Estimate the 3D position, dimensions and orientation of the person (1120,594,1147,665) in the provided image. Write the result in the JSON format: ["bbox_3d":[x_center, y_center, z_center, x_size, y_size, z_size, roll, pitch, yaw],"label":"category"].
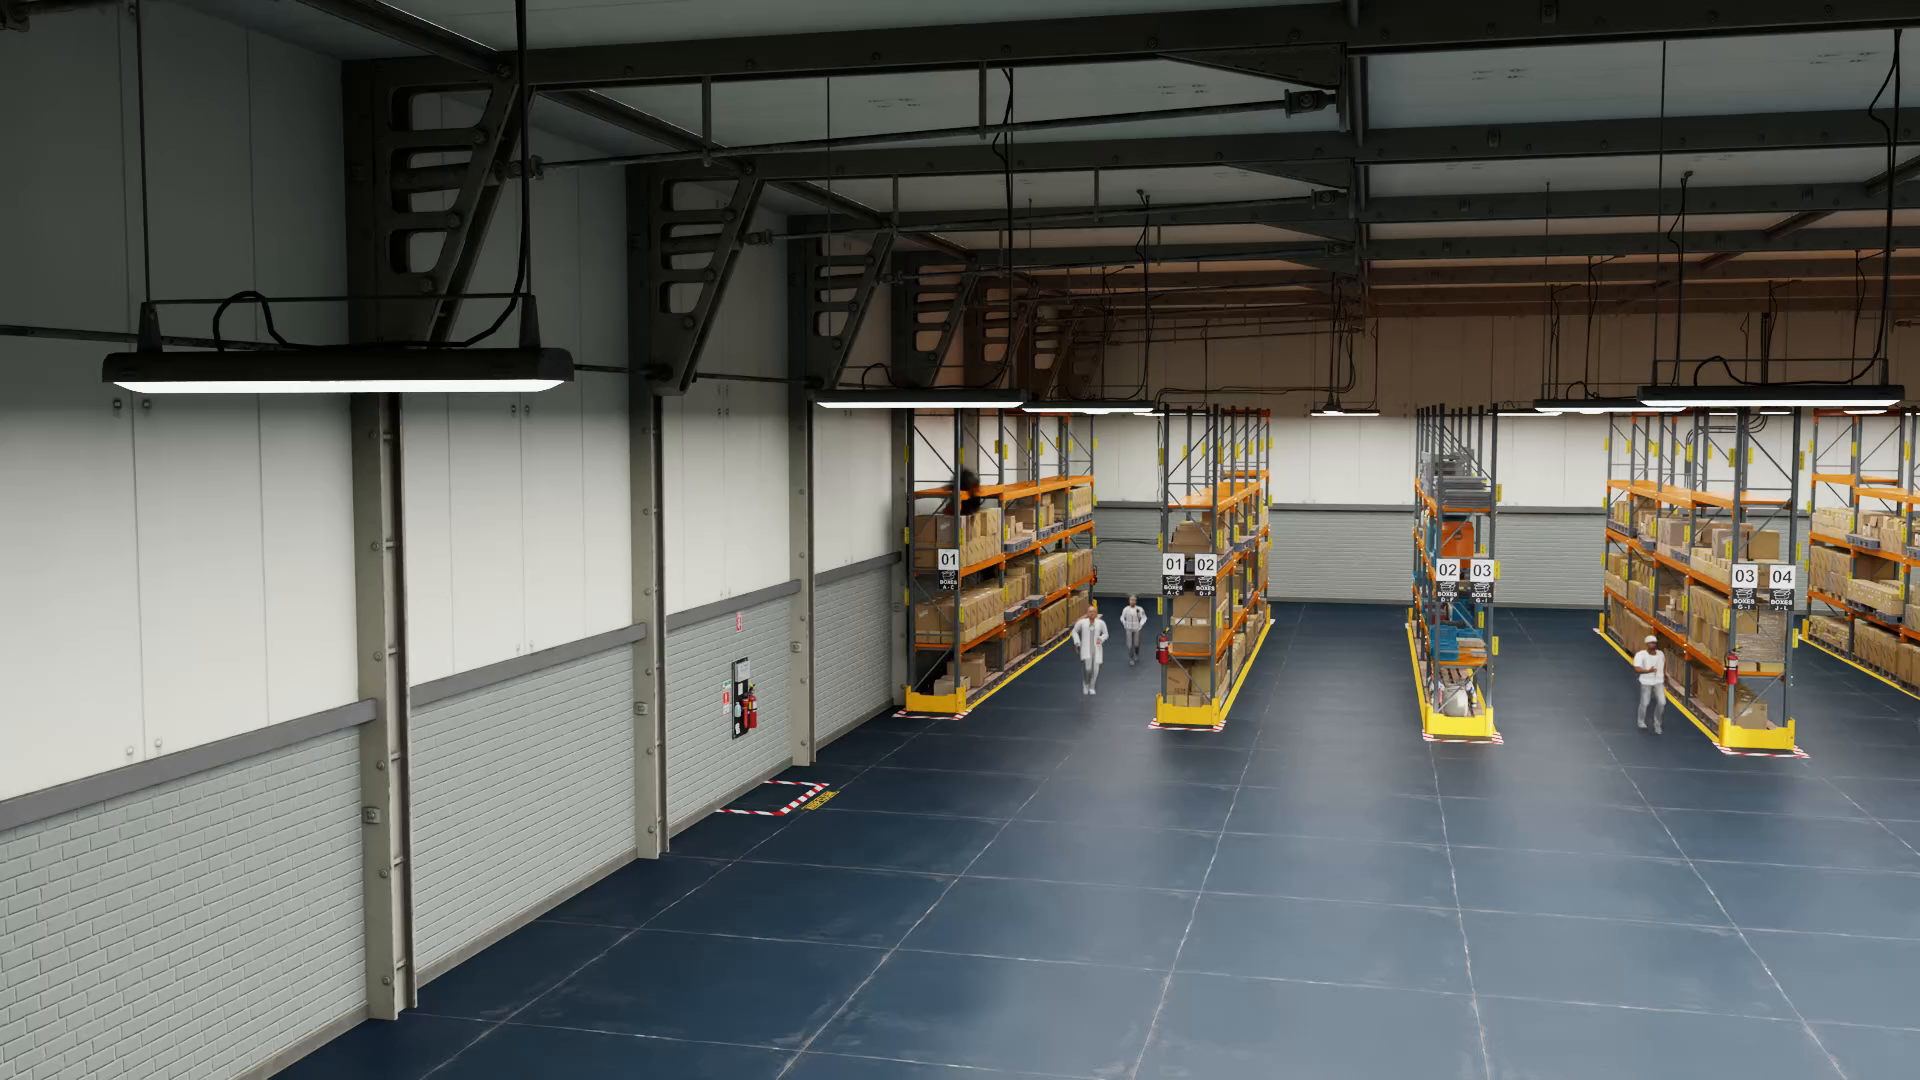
[{"bbox_3d":[4.015,2.083,38.627,0.609,1.651,0.541,1,4,11],"label":"person"}]

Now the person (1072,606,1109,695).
[{"bbox_3d":[2.586,2.189,32.751,0.700,1.750,0.644,0,4,-4],"label":"person"}]

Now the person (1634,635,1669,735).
[{"bbox_3d":[12.603,2.640,30.299,0.668,1.815,0.739,0,4,2],"label":"person"}]
